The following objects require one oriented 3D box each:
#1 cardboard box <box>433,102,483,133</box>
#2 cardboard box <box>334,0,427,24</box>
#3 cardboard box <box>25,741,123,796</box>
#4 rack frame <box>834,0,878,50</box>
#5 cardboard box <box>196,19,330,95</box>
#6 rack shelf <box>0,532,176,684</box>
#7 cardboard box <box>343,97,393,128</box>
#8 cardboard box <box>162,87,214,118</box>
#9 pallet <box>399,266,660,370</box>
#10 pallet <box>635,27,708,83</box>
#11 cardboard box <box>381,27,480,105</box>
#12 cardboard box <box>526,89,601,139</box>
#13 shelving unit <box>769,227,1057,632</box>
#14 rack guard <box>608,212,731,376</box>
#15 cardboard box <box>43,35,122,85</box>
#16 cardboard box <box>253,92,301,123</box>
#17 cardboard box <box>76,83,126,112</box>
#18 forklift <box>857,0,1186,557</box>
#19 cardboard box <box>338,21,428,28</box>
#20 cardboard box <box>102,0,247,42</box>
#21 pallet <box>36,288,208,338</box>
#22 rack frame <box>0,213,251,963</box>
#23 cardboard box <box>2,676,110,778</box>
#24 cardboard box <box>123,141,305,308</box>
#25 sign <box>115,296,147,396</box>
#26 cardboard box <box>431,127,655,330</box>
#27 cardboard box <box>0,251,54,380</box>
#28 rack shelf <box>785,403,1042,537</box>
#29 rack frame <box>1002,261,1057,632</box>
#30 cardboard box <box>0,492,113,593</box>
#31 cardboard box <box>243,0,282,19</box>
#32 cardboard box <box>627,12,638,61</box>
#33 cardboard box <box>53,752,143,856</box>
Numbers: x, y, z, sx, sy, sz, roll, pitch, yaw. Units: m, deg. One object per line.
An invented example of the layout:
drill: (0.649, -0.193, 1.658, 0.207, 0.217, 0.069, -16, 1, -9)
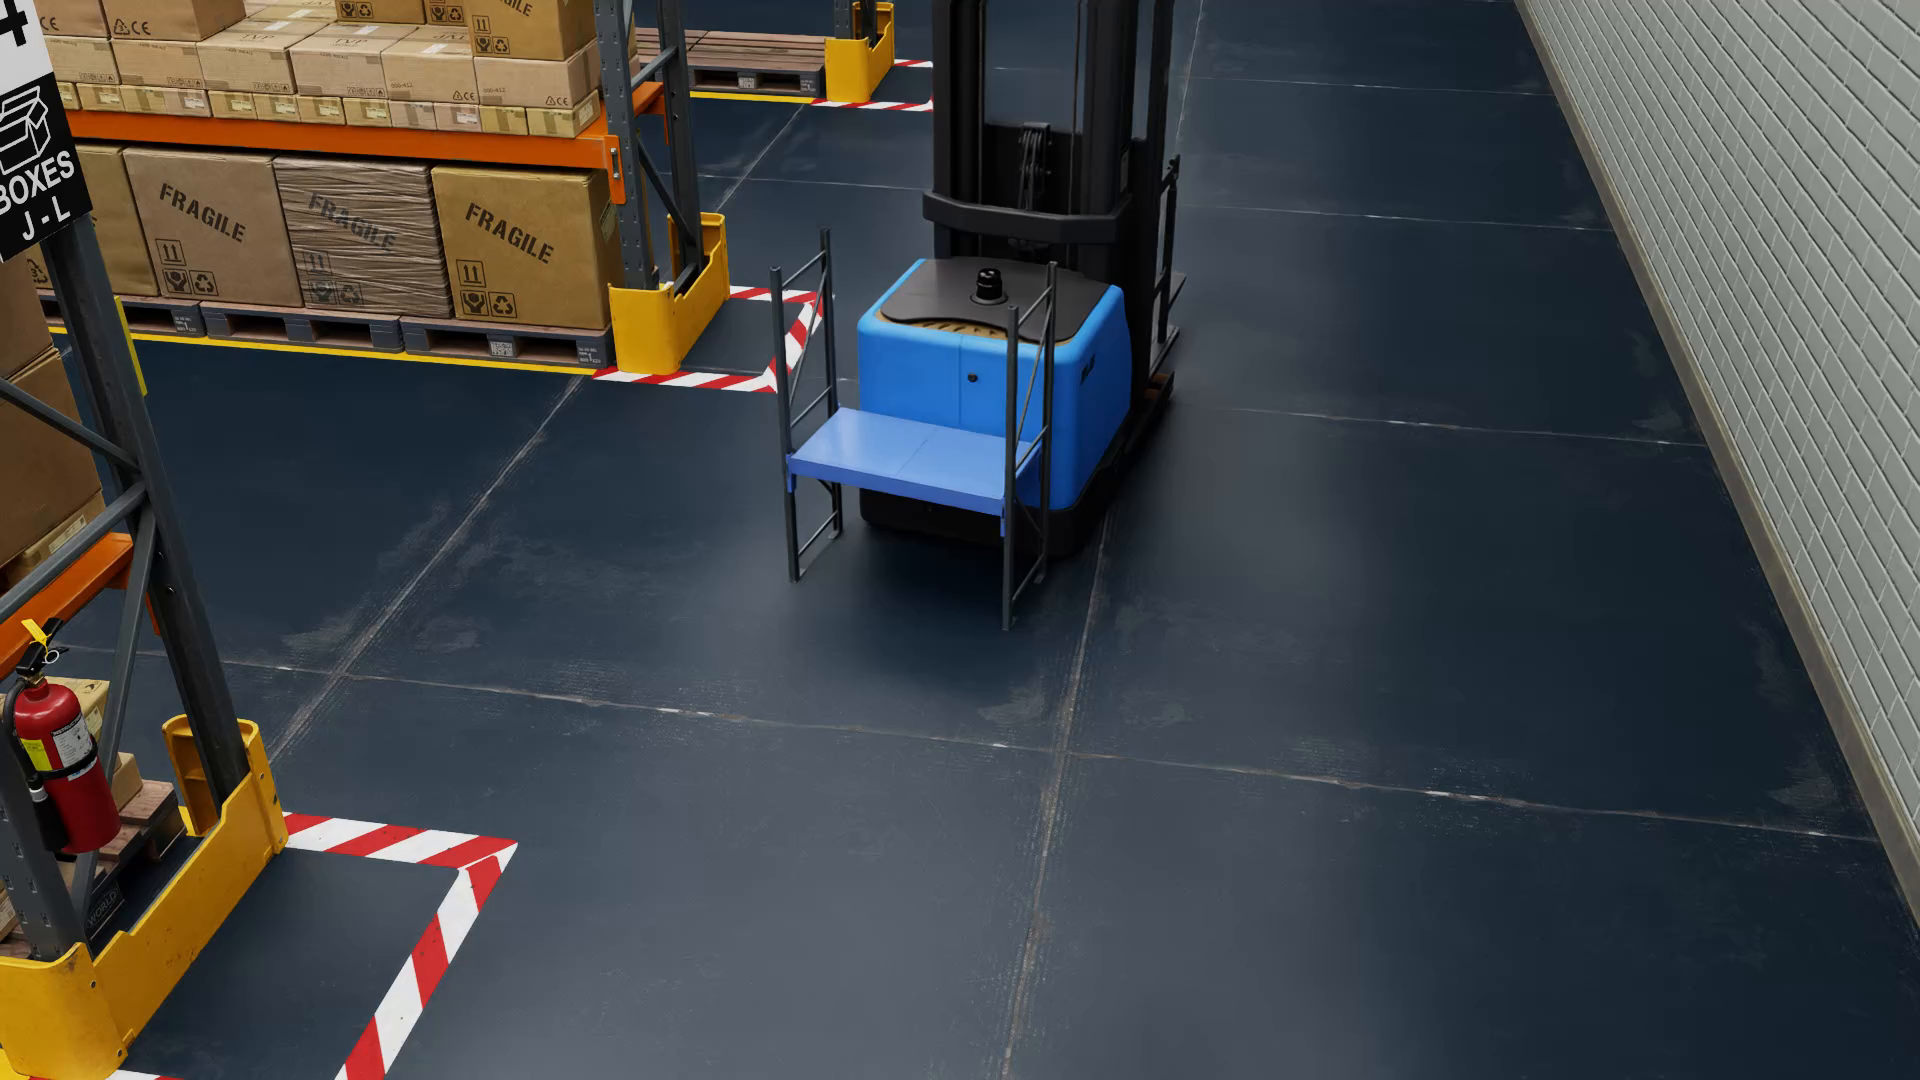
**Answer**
cardboard box: (-2.589, -2.298, 8.832, 0.250, 0.149, 0.380, 5, 32, 8)
cardboard box: (-3.110, -3.152, 9.113, 0.500, 0.500, 0.500, 4, 32, 7)
cardboard box: (-3.085, 0.808, 5.642, 0.250, 0.149, 0.380, 6, 33, 10)
rack frame: (-0.845, -5.090, 13.055, 0.127, 3.000, 1.000, 5, 32, 8)
cardboard box: (-3.716, -2.602, 8.941, 0.500, 0.250, 0.500, 5, 32, 8)
rack shelf: (-4.584, 0.212, 5.263, 4.000, 0.370, 1.077, 5, 32, 8)
cardboard box: (-3.091, -2.343, 8.903, 0.250, 0.149, 0.380, 4, 32, 7)
cardboard box: (-4.108, -2.435, 9.049, 0.250, 0.149, 0.380, 6, 32, 9)
pallet: (-2.479, -1.348, 9.705, 1.213, 0.211, 1.003, 5, 32, 8)
pallet: (-2.850, -4.112, 14.121, 1.213, 0.211, 1.003, 5, 32, 8)
cardboard box: (-2.700, -2.512, 8.798, 0.500, 0.250, 0.500, 5, 32, 7)
cardboard box: (-2.084, -2.253, 8.759, 0.250, 0.149, 0.380, 6, 33, 9)
shelving unit: (-0.185, -0.467, 7.082, 1.048, 1.500, 0.538, 12, 34, 18)
rack guard: (-1.654, -1.438, 9.576, 0.348, 0.500, 1.175, 5, 32, 8)
cardboard box: (-4.712, -2.693, 9.087, 0.500, 0.250, 0.500, 5, 32, 8)
cardboard box: (-3.591, -2.390, 8.977, 0.250, 0.149, 0.380, 6, 33, 9)
cardboard box: (-4.607, -2.481, 9.123, 0.250, 0.149, 0.380, 4, 32, 7)
forklift: (0.507, -1.938, 8.084, 1.130, 2.935, 3.031, 11, 34, 17)
cardboard box: (-3.114, -2.836, 9.315, 0.500, 0.250, 0.500, 4, 32, 7)
cardboard box: (-4.194, -2.969, 8.820, 0.500, 0.500, 0.500, 4, 32, 7)
pallet: (-4.885, -1.566, 10.053, 1.213, 0.211, 1.003, 5, 32, 8)
rack frame: (-2.612, 0.085, 4.787, 0.127, 3.000, 1.000, 5, 32, 8)
cardboard box: (-3.071, 0.639, 5.632, 0.250, 0.149, 0.380, 4, 32, 6)
cardboard box: (-4.097, -1.953, 9.650, 0.875, 0.875, 0.875, 5, 32, 8)
sign: (-2.521, -0.566, 5.010, 0.005, 0.325, 0.100, 5, 32, 8)
cardboard box: (-2.322, -1.793, 9.393, 0.875, 0.875, 0.875, 5, 32, 8)
cardboard box: (-3.010, -0.686, 4.702, 0.500, 0.500, 0.500, 5, 32, 8)
rack shelf: (-0.185, -0.314, 7.177, 1.000, 0.185, 0.538, 12, 34, 18)
rack frame: (0.287, -0.367, 6.922, 0.032, 1.500, 0.500, 12, 34, 18)
cardboard box: (-2.876, -0.009, 5.173, 0.250, 0.149, 0.380, 5, 32, 8)
cardboard box: (-4.128, -2.927, 9.460, 0.500, 0.250, 0.500, 6, 33, 9)
cardboard box: (-2.106, -2.746, 9.172, 0.500, 0.250, 0.500, 4, 32, 7)
cardboard box: (-3.075, 0.901, 5.774, 0.250, 0.149, 0.380, 6, 33, 9)
